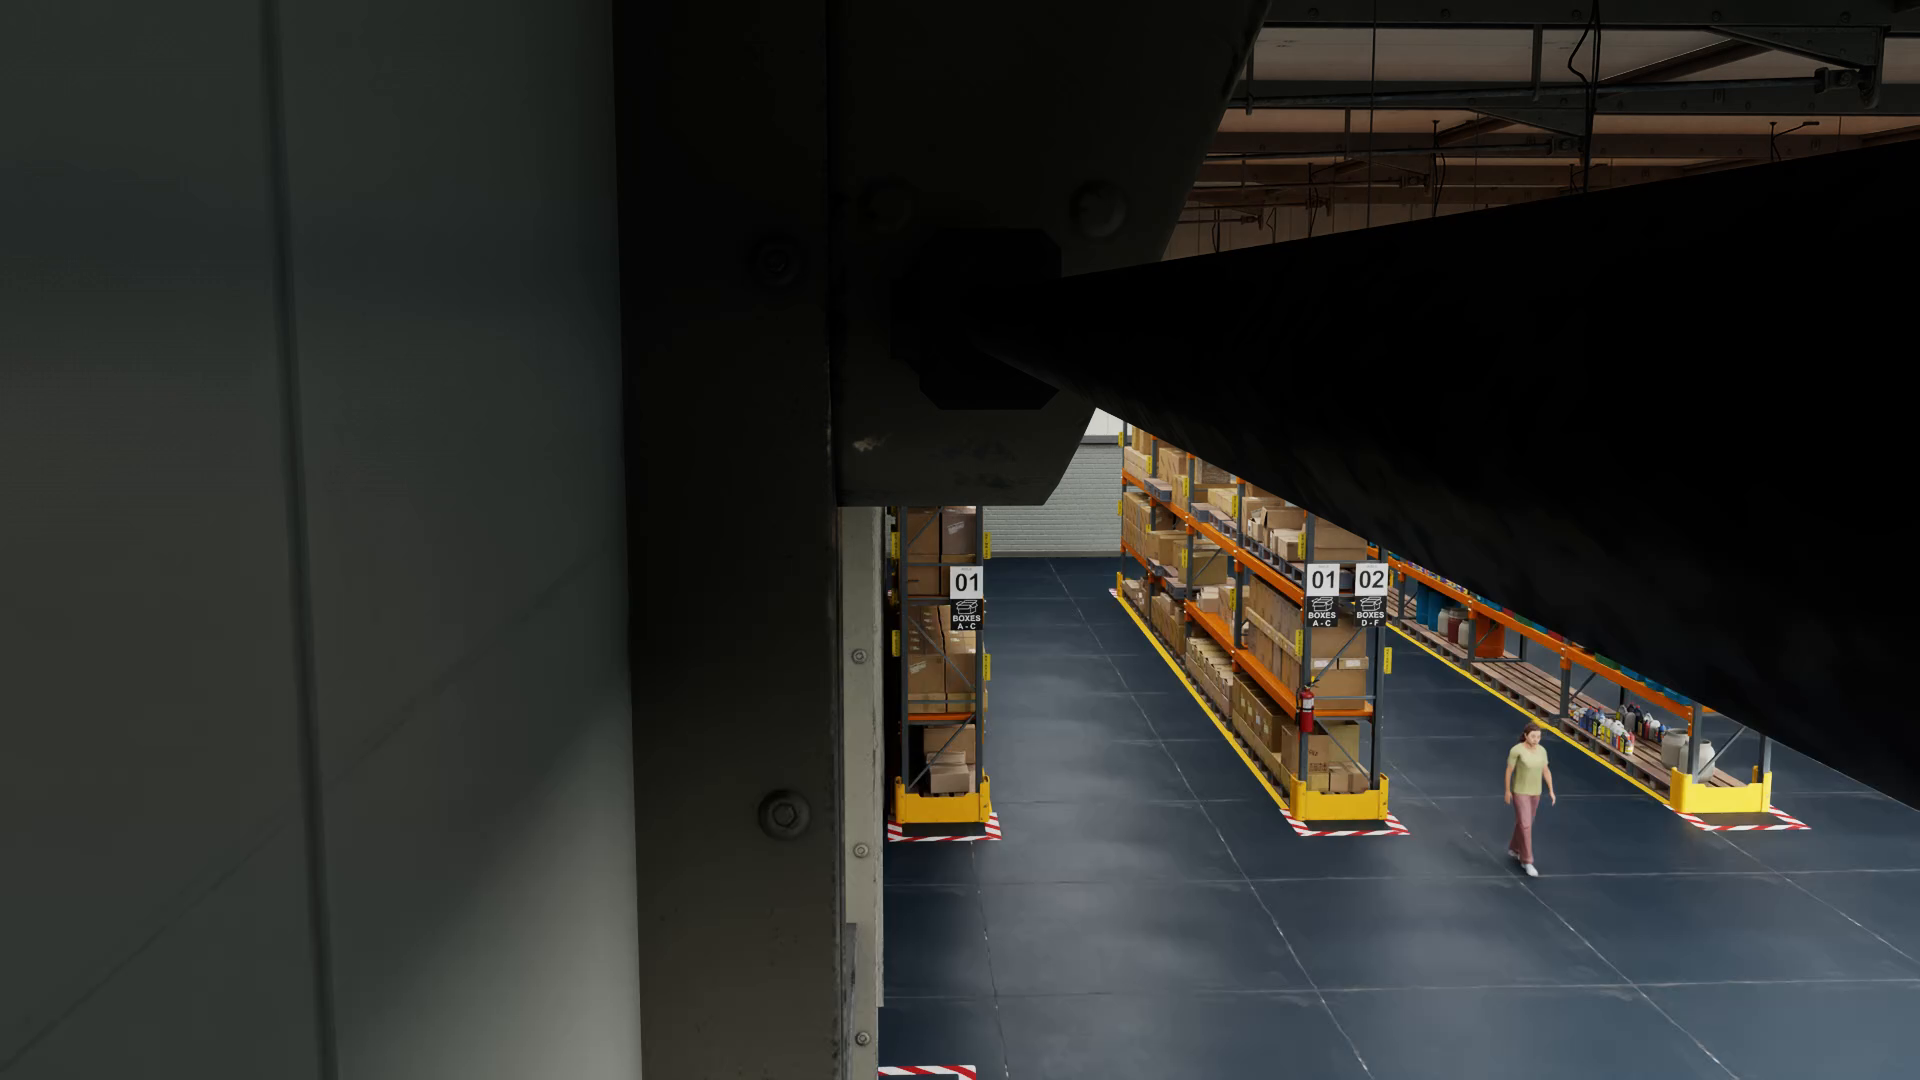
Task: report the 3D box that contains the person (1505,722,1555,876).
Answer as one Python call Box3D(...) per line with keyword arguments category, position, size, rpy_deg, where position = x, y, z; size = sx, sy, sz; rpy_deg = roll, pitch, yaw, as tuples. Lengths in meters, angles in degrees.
Box3D(category="person", position=(6.442, 2.878, 18.784), size=(0.495, 1.679, 0.695), rpy_deg=(-2, 8, -16))
